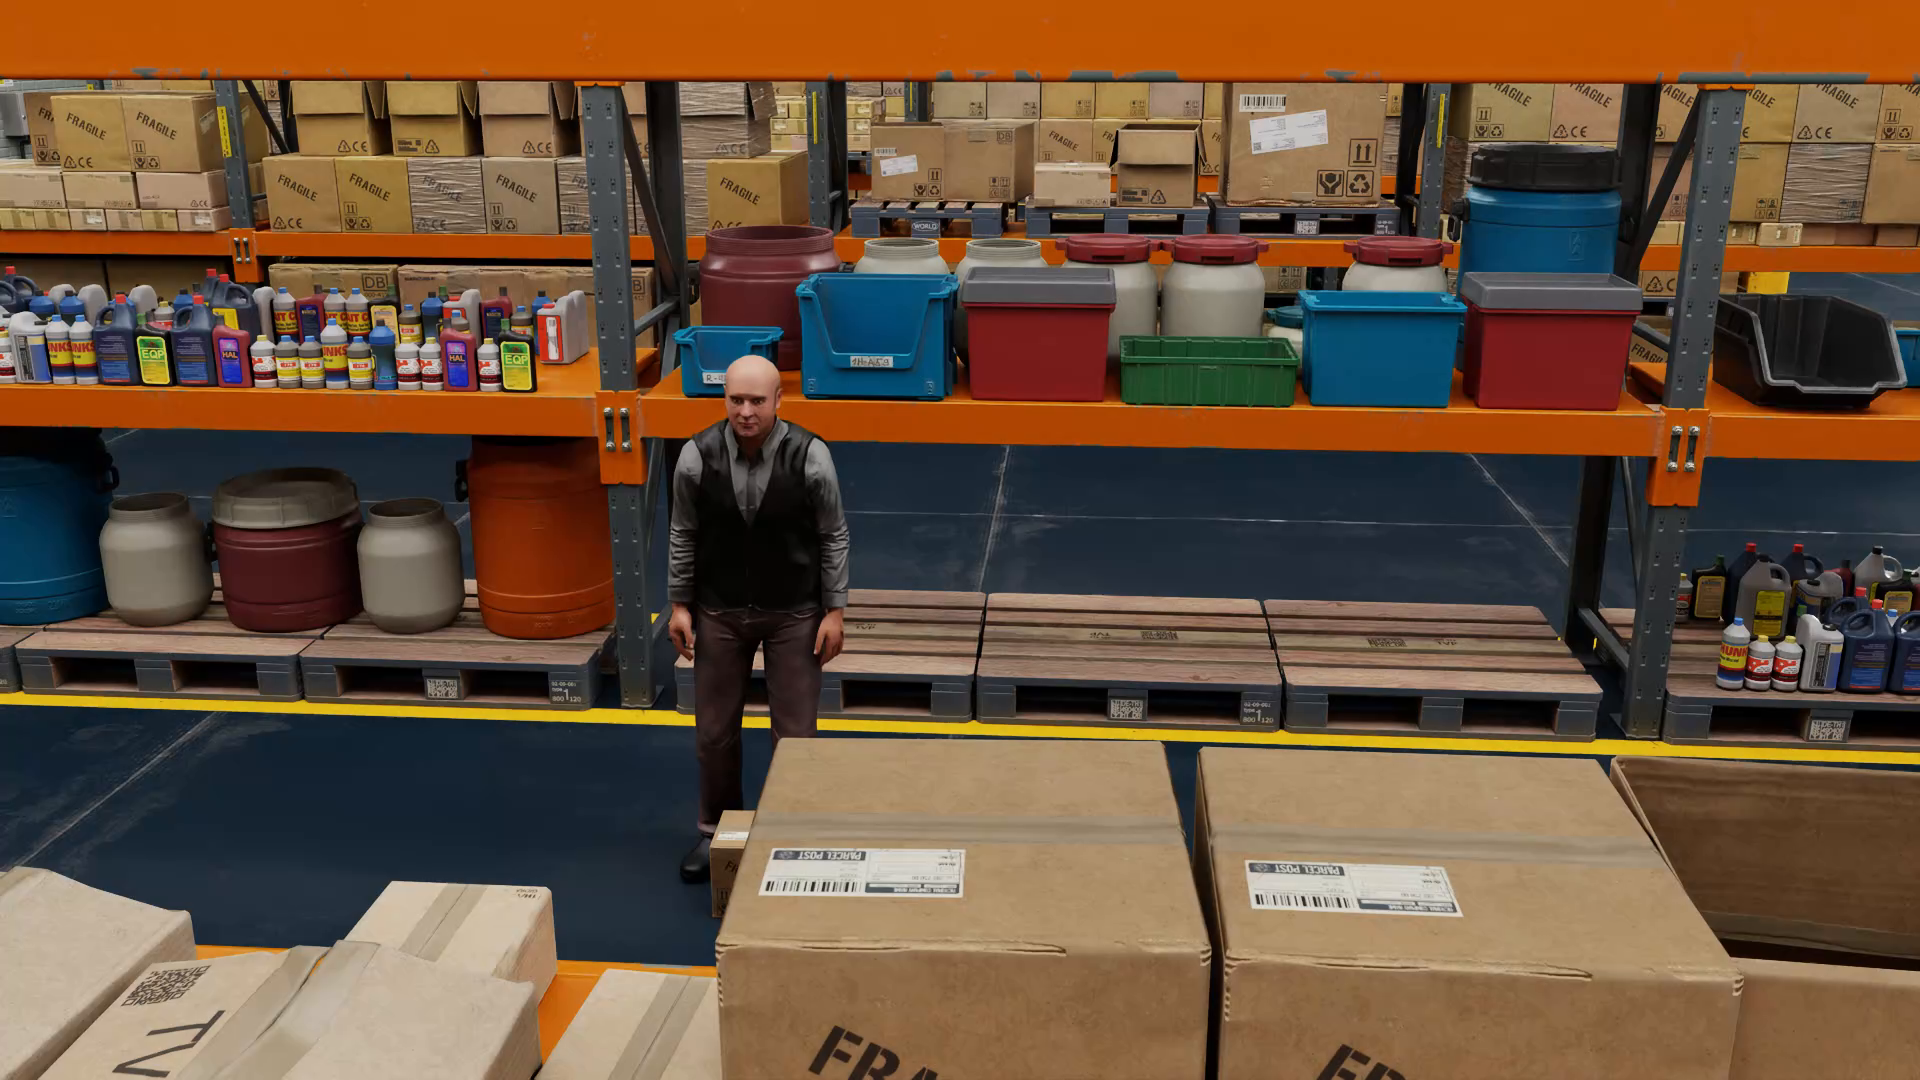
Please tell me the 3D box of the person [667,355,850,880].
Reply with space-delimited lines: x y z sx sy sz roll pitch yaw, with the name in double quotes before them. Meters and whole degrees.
"person" -0.640 0.251 5.310 0.580 1.721 0.460 1 17 4
